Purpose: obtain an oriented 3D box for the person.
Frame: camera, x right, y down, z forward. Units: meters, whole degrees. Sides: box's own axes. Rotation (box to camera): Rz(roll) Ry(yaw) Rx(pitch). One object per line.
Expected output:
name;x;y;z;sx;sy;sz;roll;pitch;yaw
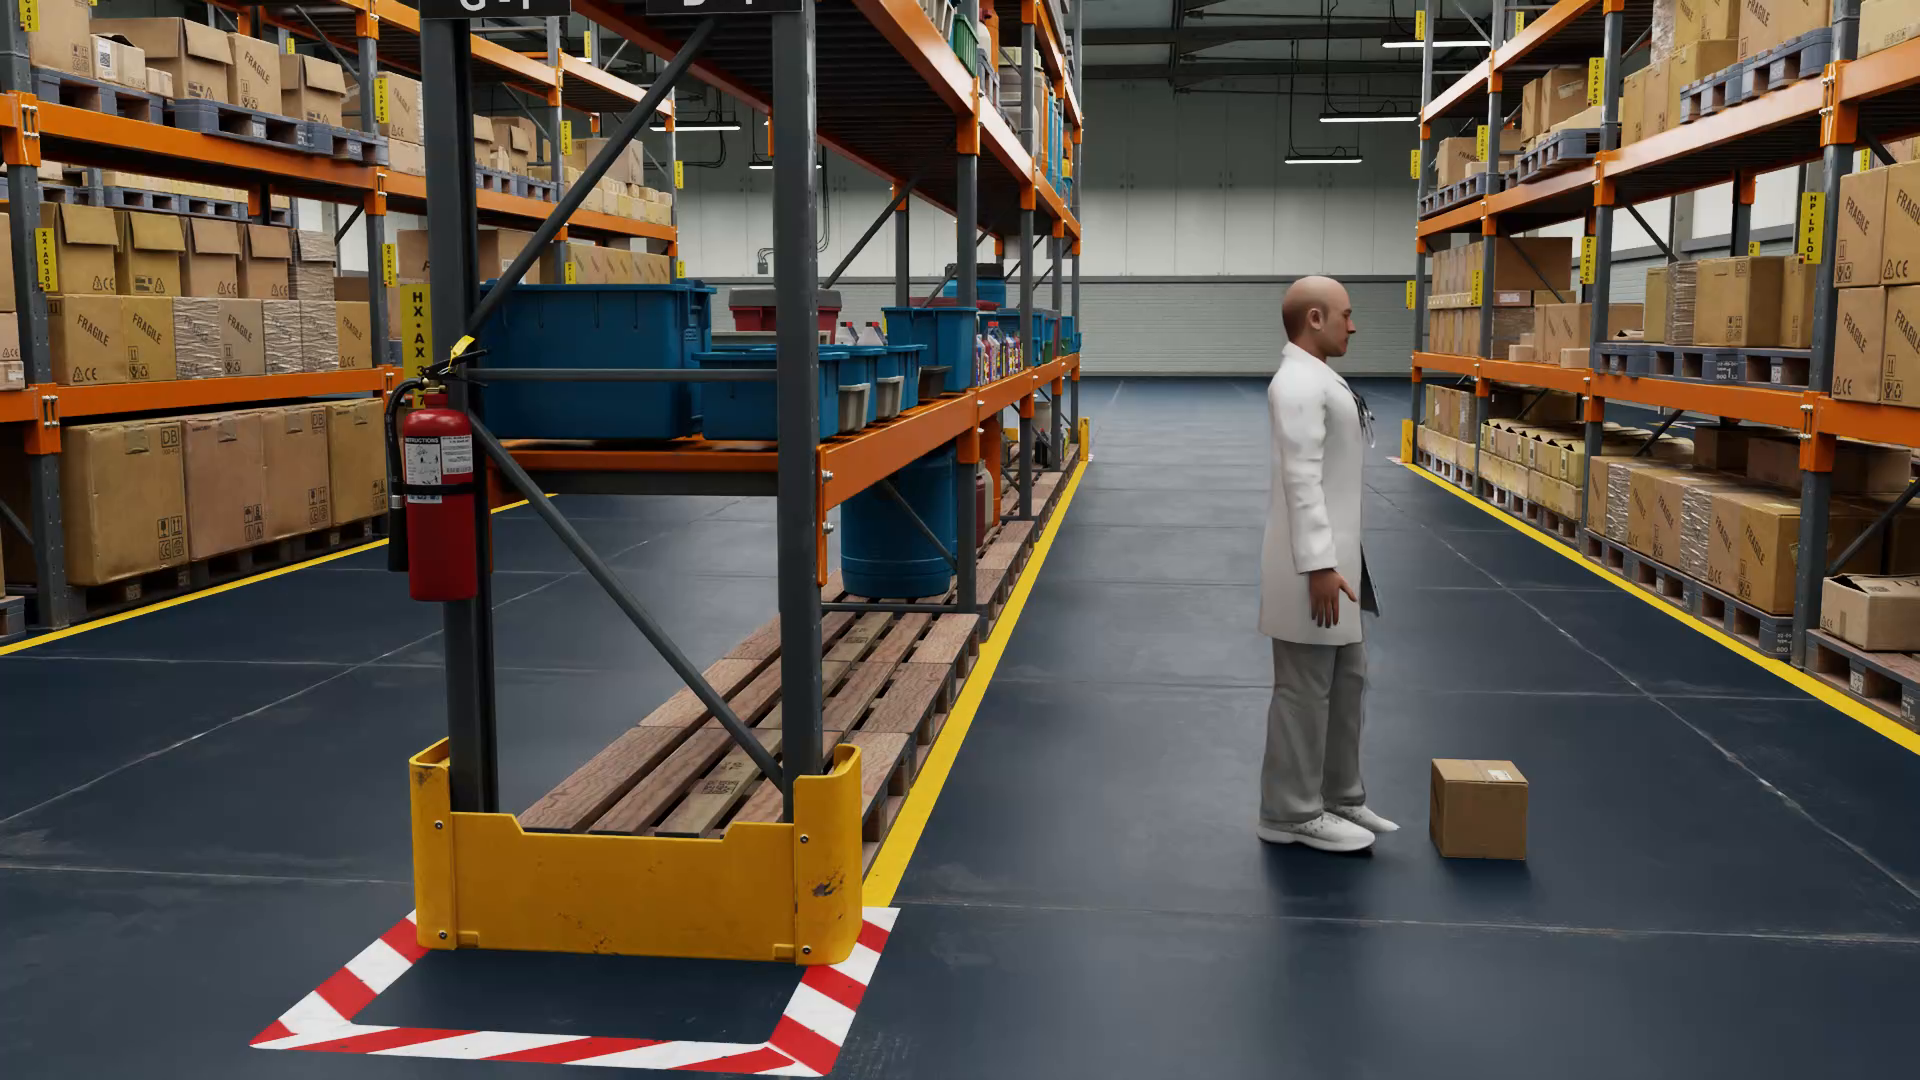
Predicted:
person;1.170;0.101;5.181;0.467;1.830;0.643;2;8;14
